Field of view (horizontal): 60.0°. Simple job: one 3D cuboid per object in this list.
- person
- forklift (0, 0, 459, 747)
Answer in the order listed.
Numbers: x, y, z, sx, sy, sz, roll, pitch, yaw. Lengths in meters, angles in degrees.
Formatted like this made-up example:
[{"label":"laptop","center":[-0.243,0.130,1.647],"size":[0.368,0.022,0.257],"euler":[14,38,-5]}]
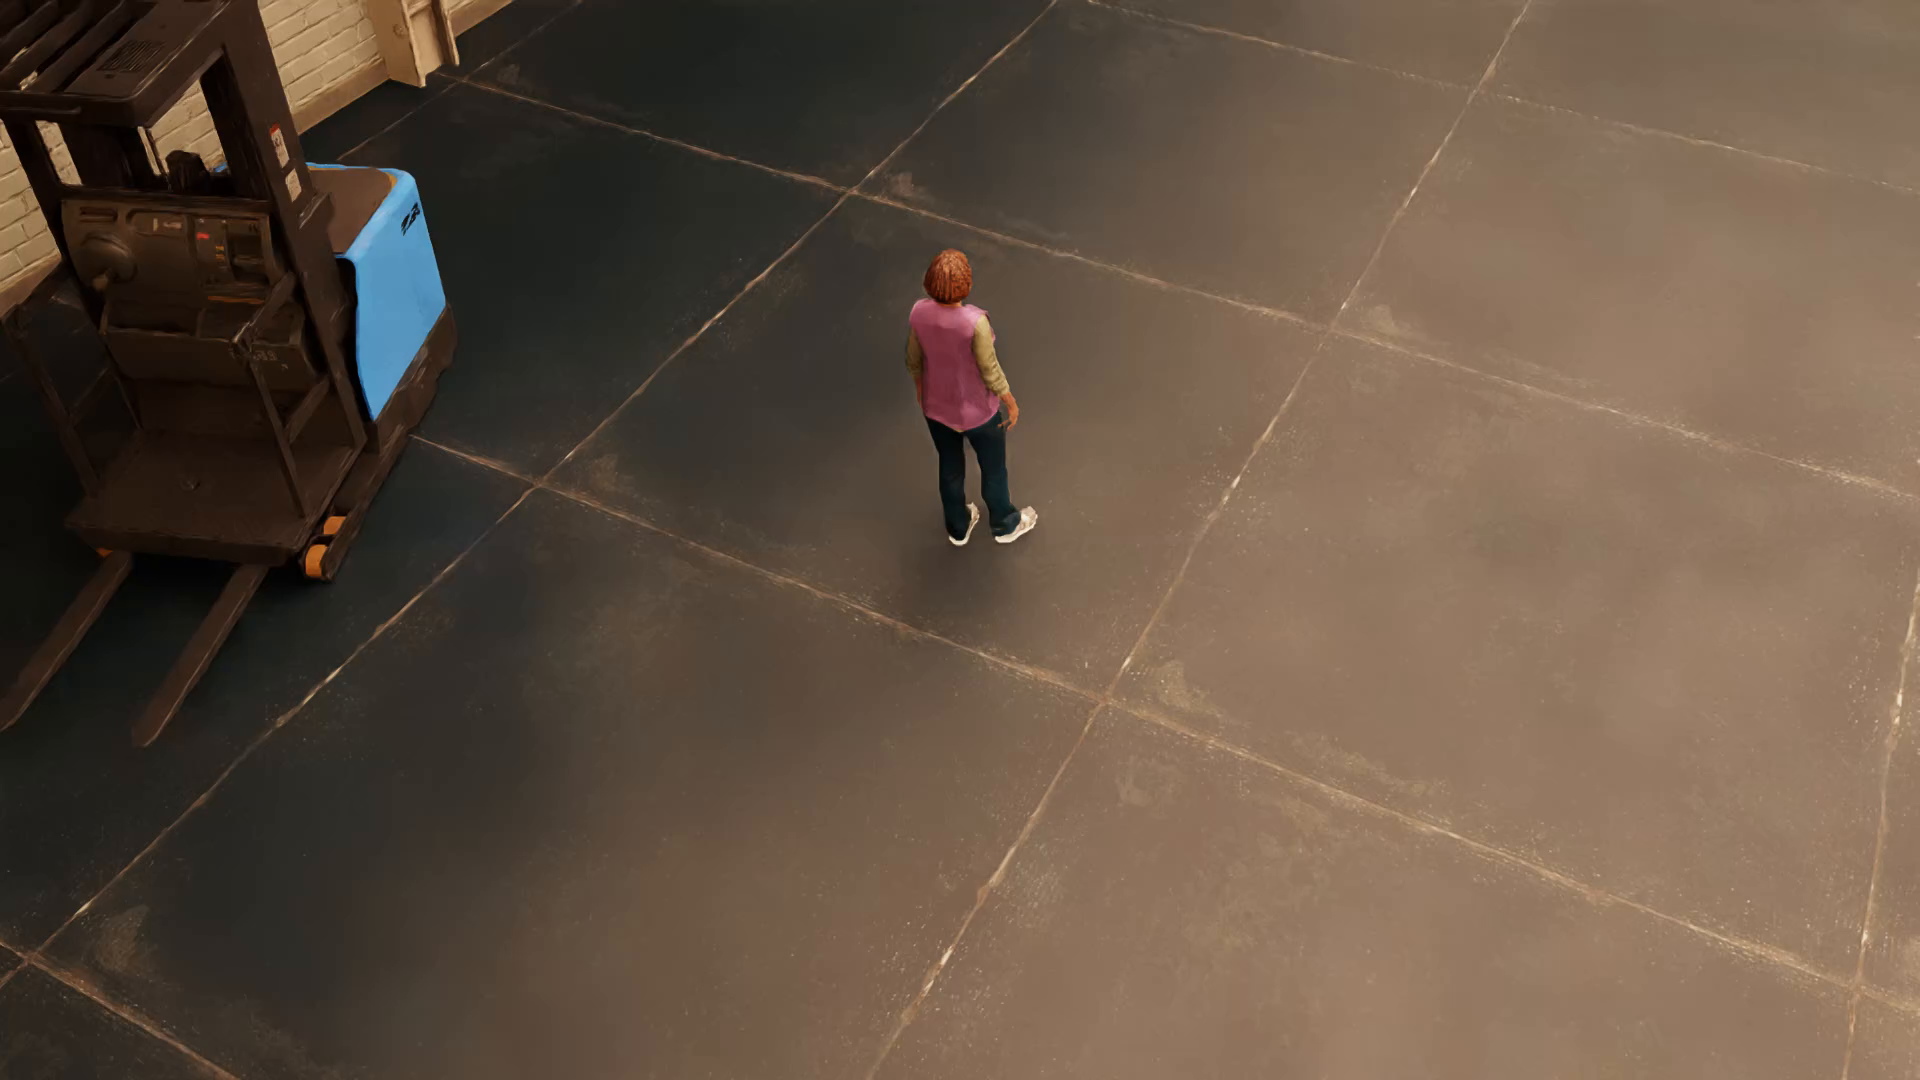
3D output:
[{"label":"person","center":[0.047,-0.627,7.282],"size":[0.520,1.597,0.474],"euler":[20,47,20]},{"label":"forklift","center":[-3.363,-1.144,6.868],"size":[1.130,2.935,3.031],"euler":[5,44,6]}]
